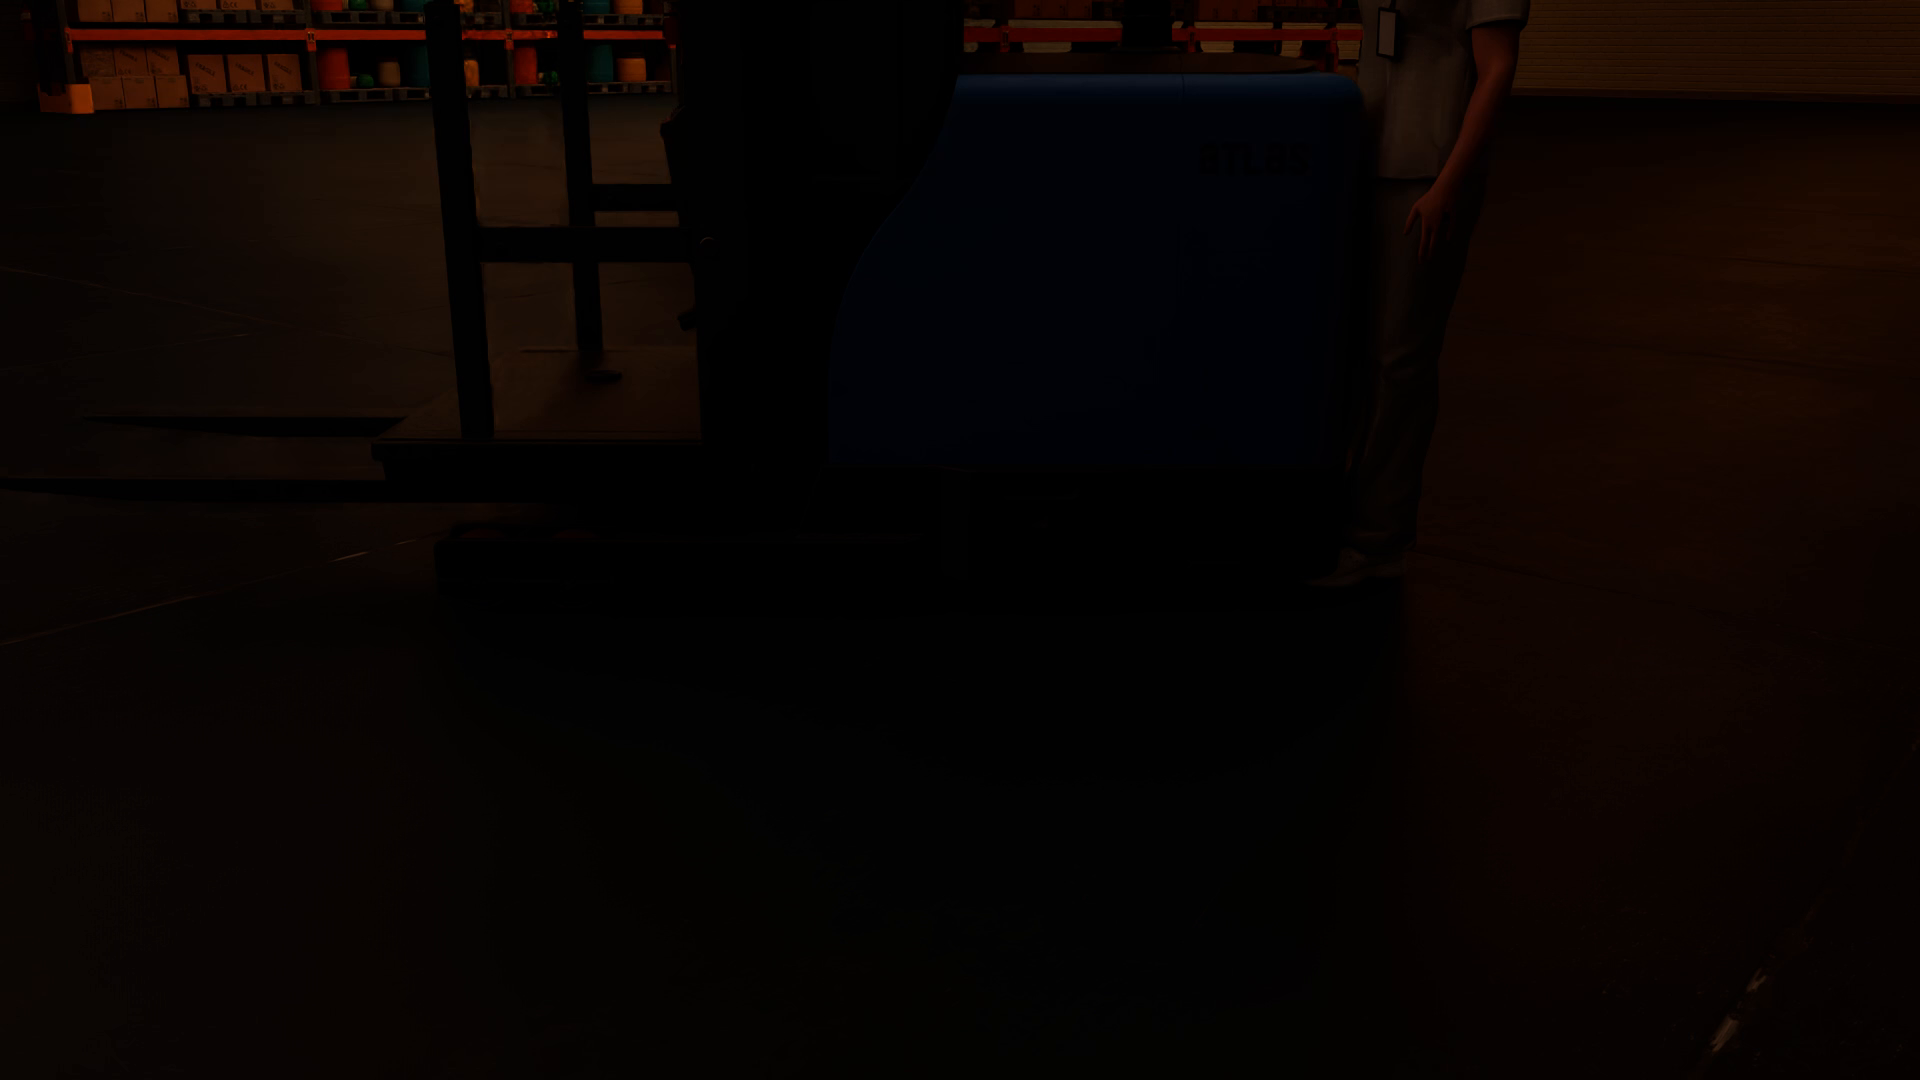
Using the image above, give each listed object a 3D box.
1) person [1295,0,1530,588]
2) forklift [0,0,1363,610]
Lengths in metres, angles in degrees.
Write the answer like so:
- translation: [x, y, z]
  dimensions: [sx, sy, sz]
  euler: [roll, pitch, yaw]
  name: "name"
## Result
- translation: [0.839, -0.721, 3.407]
  dimensions: [0.532, 1.673, 0.550]
  euler: [-4, 17, -14]
  name: "person"
- translation: [-0.709, -1.411, 3.544]
  dimensions: [3.031, 2.935, 1.130]
  euler: [0, 17, 1]
  name: "forklift"
